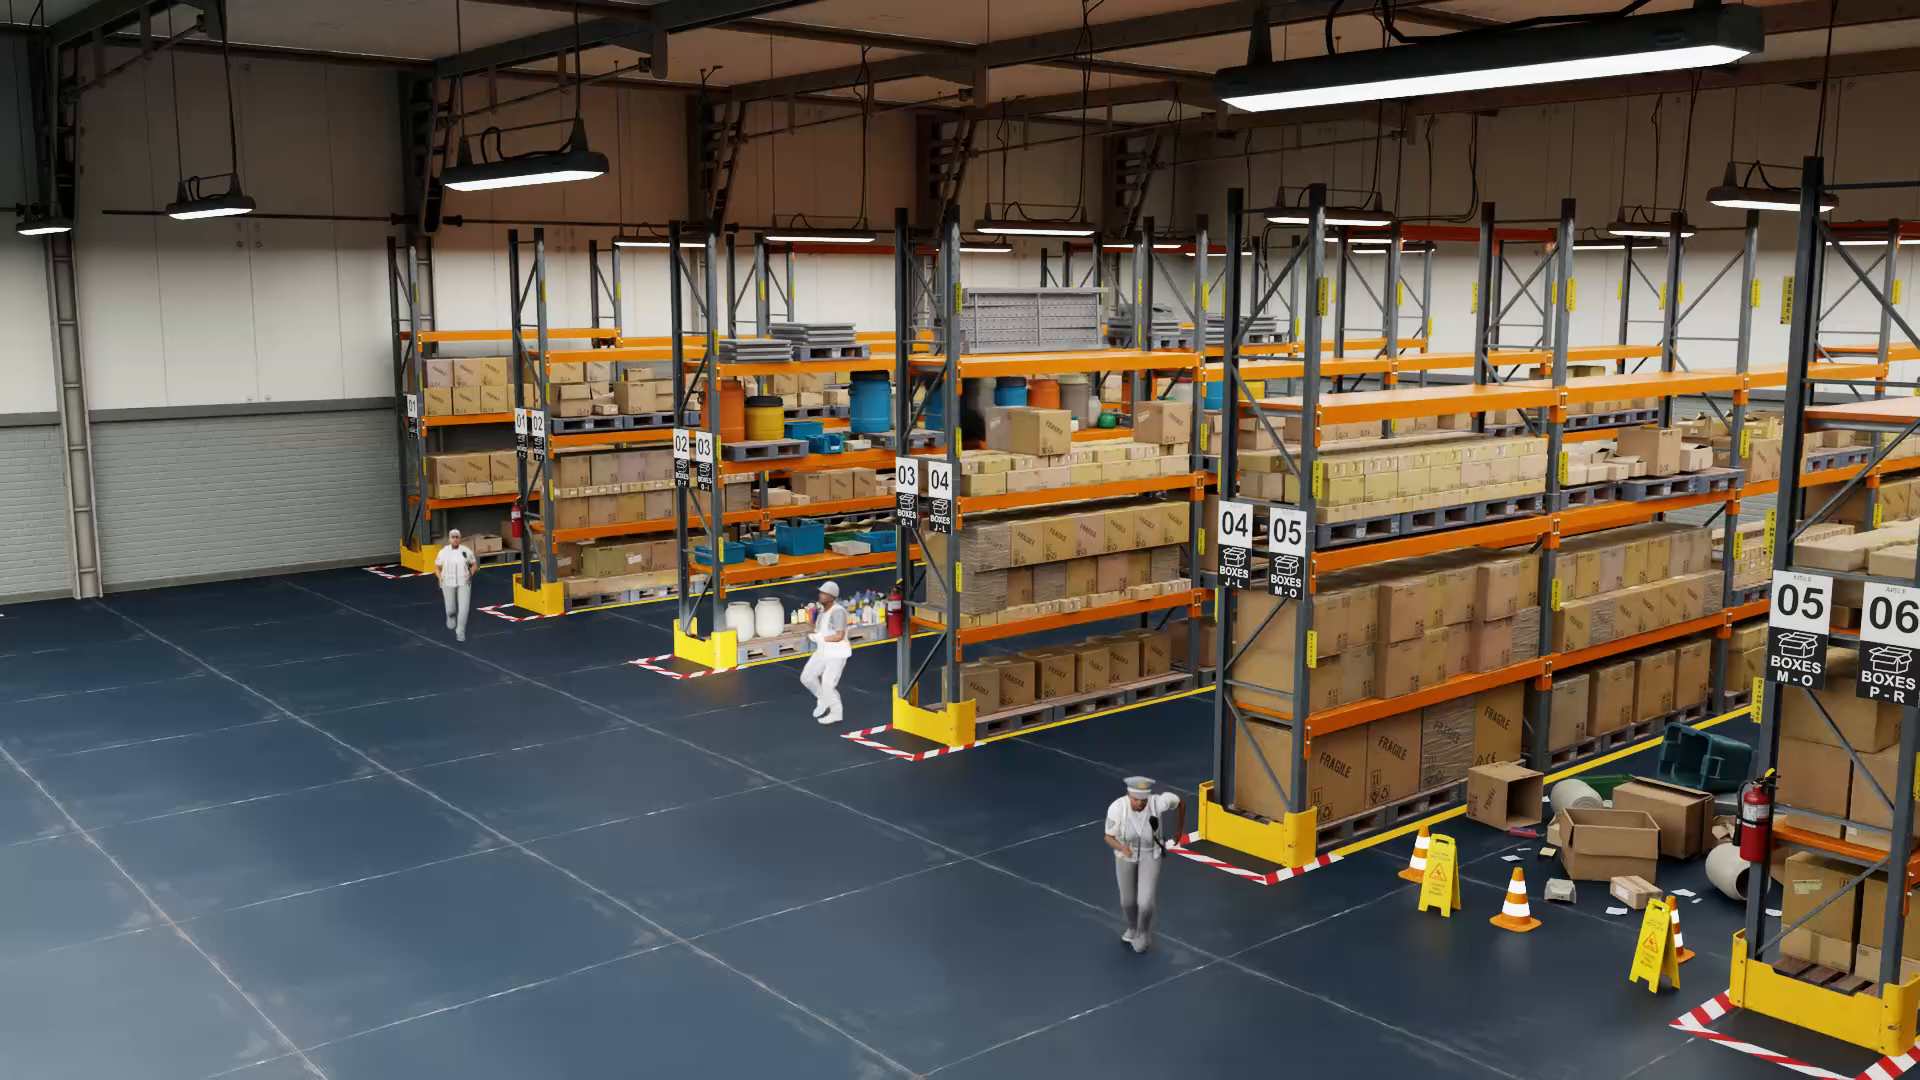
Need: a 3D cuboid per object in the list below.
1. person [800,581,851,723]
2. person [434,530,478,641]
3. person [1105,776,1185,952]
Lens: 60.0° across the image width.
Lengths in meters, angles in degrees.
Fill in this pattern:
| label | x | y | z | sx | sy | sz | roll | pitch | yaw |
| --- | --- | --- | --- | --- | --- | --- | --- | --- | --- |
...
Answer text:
| label | x | y | z | sx | sy | sz | roll | pitch | yaw |
| --- | --- | --- | --- | --- | --- | --- | --- | --- | --- |
| person | -1.542 | 1.333 | 19.495 | 0.639 | 1.733 | 0.777 | -8 | 12 | -41 |
| person | -7.354 | 0.650 | 24.307 | 0.609 | 1.626 | 0.554 | -3 | 9 | -20 |
| person | 1.417 | 2.474 | 12.771 | 0.608 | 1.497 | 0.910 | 1 | 9 | 7 |
